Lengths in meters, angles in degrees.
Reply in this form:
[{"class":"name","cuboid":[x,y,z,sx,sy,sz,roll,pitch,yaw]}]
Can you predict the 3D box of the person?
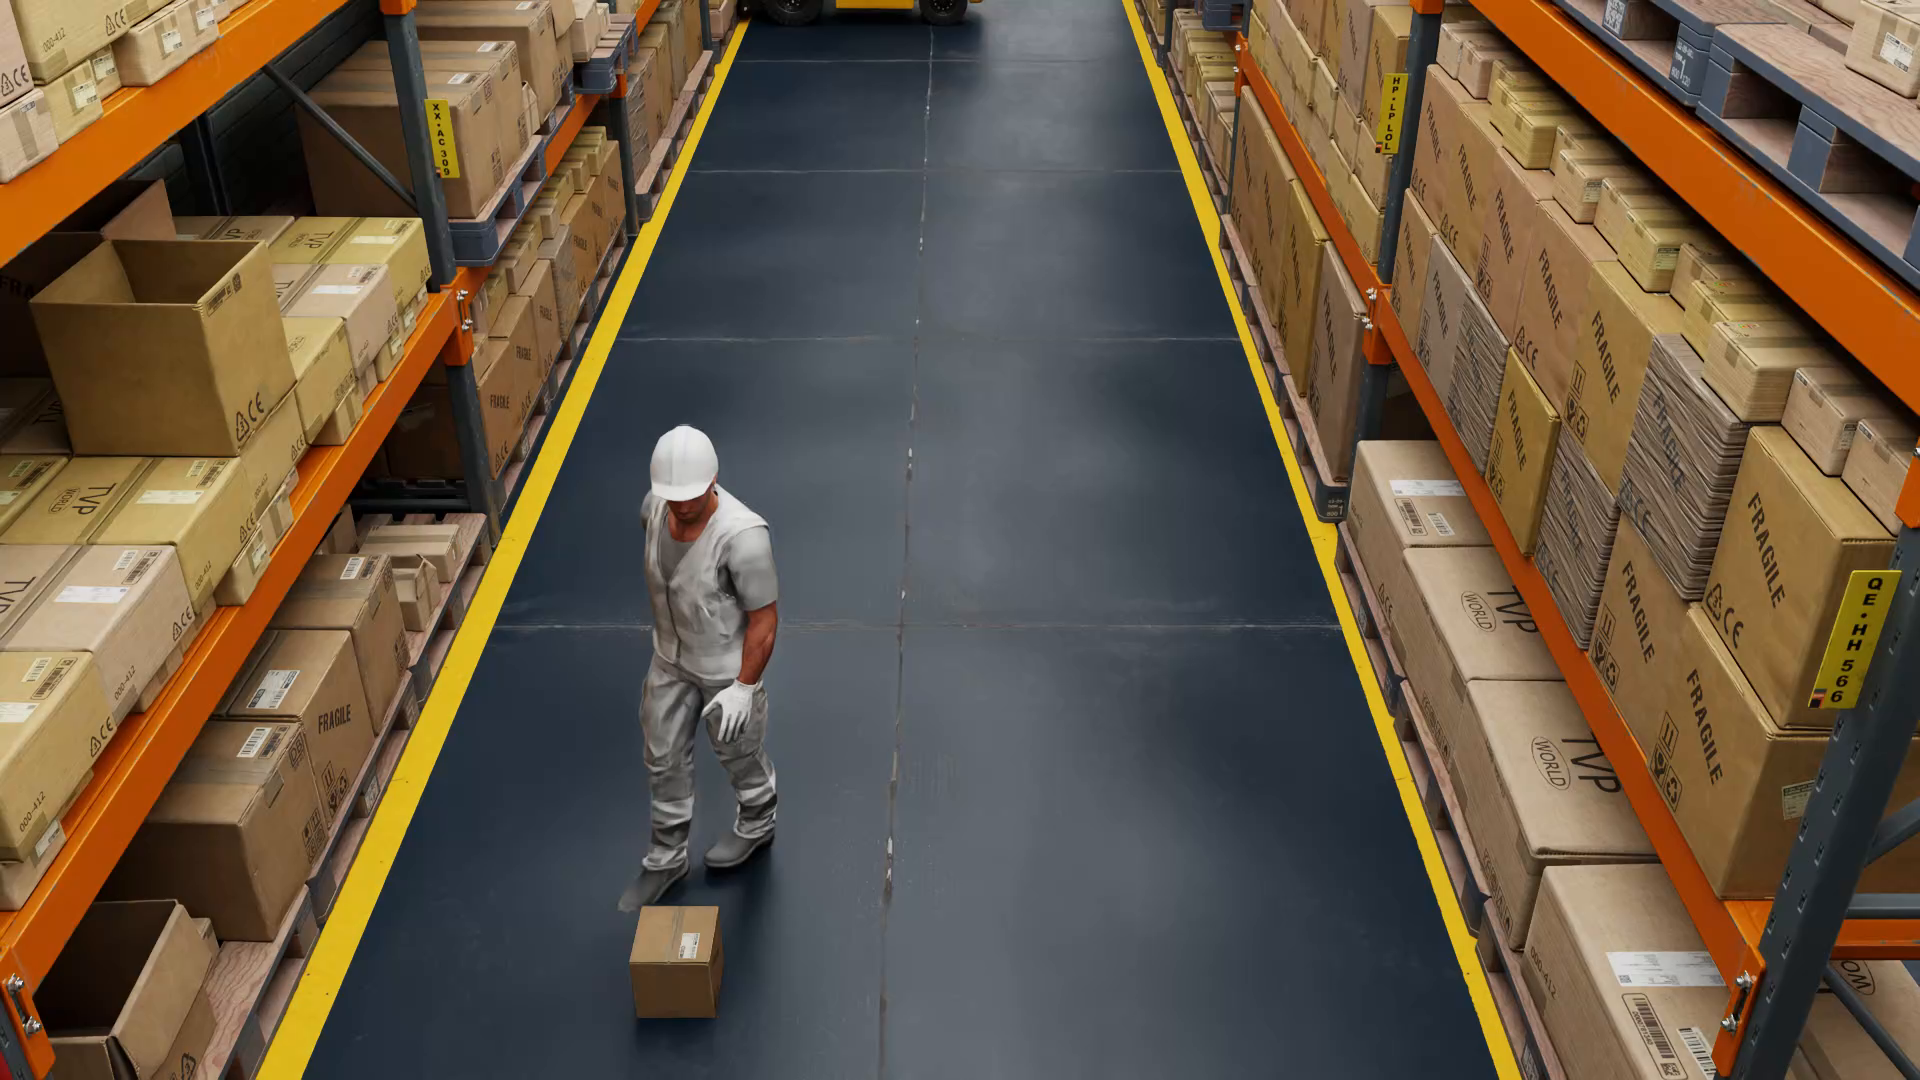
[{"class":"person","cuboid":[-0.866,0.446,5.396,0.601,1.830,0.599,20,37,29]}]
